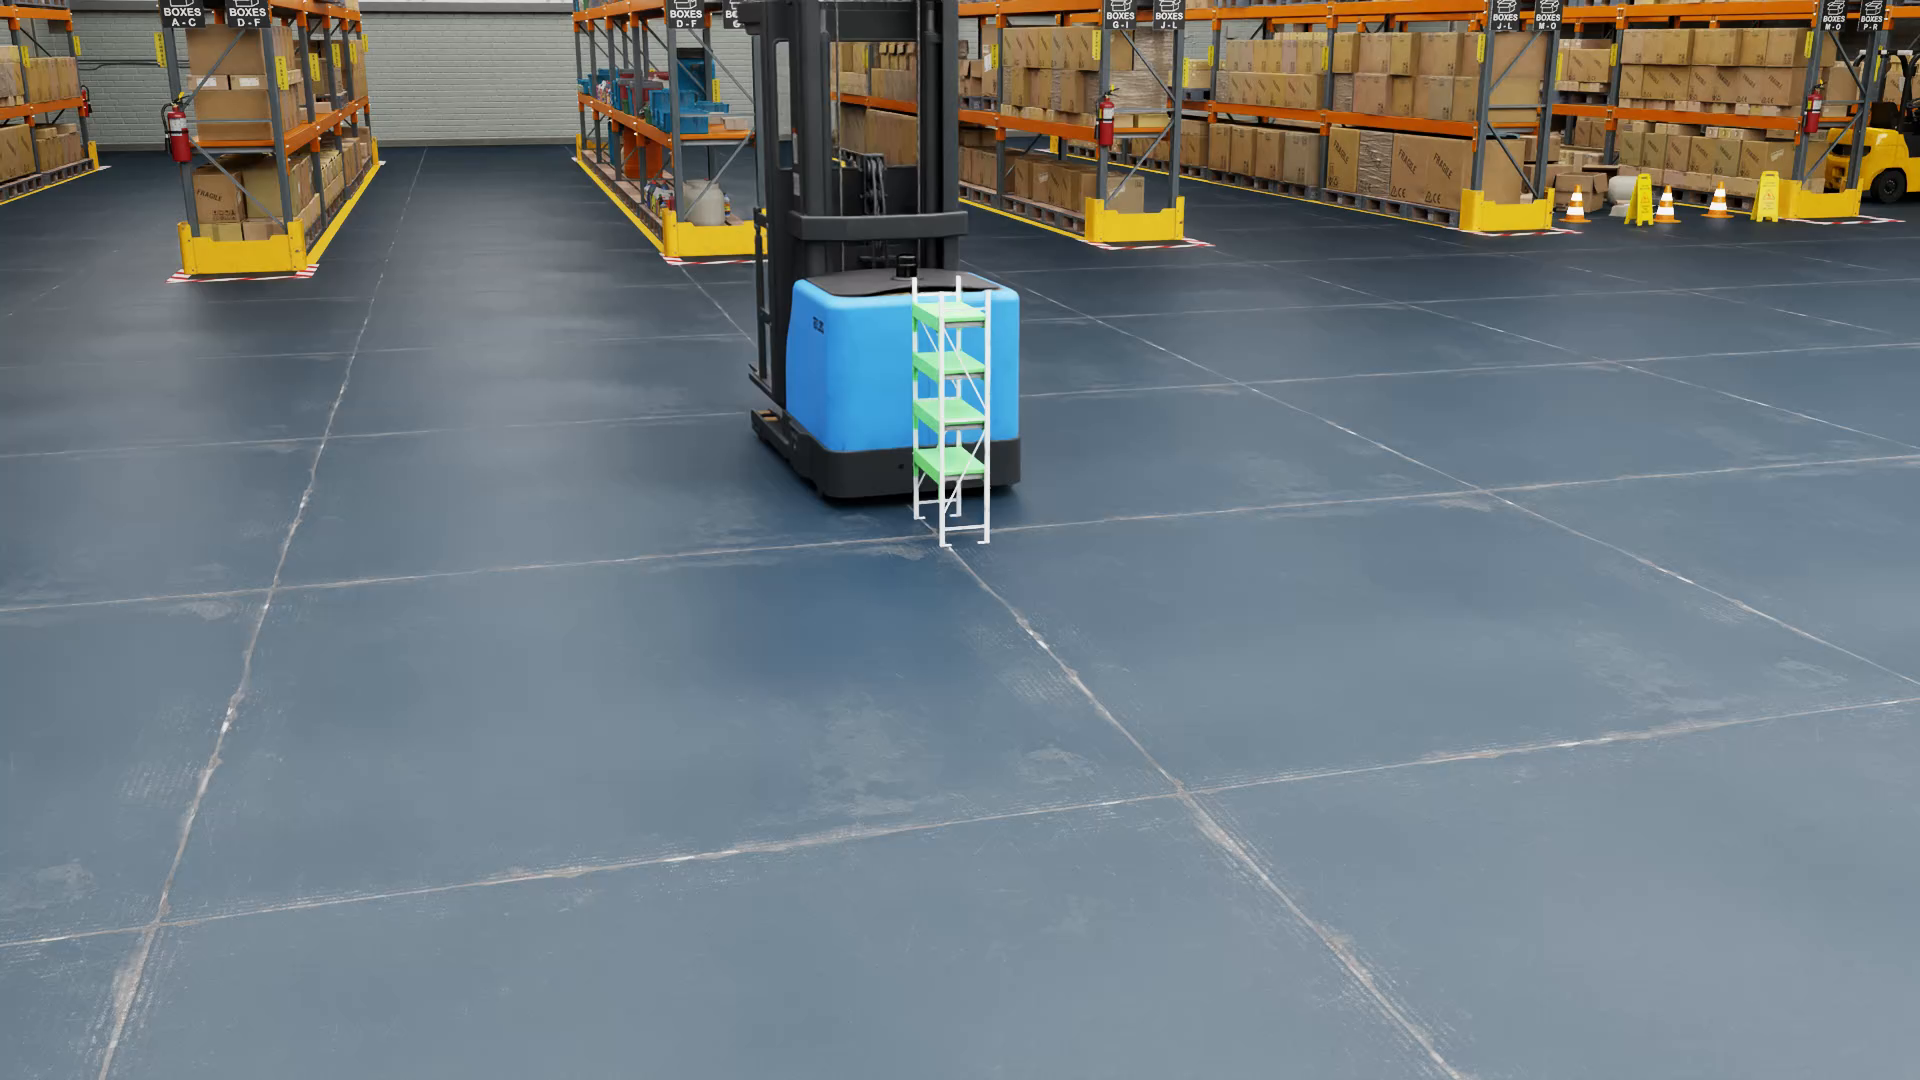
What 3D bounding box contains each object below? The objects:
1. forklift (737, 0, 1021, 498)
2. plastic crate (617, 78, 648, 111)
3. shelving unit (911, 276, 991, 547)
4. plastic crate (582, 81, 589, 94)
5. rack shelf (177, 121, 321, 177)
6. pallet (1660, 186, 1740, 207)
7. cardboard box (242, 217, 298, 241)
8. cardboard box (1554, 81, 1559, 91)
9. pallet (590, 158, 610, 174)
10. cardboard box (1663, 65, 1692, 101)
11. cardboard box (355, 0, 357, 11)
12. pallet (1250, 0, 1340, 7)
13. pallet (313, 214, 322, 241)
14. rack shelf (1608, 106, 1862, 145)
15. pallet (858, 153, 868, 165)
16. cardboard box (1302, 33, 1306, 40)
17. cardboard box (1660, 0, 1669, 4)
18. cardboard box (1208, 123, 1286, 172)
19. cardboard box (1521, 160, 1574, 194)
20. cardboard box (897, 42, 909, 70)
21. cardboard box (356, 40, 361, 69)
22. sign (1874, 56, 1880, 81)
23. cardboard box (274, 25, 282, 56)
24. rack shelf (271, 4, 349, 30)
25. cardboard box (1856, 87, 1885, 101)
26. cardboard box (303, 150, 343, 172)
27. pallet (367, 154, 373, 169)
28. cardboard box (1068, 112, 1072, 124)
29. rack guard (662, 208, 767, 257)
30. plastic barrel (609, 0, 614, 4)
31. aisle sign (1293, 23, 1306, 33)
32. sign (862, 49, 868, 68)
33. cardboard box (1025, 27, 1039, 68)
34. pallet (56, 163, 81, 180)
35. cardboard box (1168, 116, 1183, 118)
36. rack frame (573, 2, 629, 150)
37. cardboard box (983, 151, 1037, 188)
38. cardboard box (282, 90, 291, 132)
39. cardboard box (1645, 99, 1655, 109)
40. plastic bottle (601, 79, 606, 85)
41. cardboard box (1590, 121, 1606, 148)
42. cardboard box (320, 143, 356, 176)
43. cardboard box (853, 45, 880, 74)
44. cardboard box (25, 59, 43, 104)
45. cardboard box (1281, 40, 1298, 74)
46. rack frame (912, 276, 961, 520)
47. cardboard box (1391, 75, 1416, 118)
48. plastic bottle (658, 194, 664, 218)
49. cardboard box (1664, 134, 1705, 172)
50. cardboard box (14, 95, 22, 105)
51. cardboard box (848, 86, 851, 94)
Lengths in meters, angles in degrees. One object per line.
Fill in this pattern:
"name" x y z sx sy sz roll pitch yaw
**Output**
"forklift" -0.621 -1.998 9.508 1.130 2.935 3.031 -5 18 -17
"plastic crate" -4.702 -6.407 23.957 0.402 0.464 0.583 -5 17 -15
"shelving unit" -0.045 -0.620 7.932 0.258 1.200 0.503 -5 17 -15
"plastic crate" -6.854 -8.468 31.114 0.416 0.233 0.300 -5 17 -15
"rack shelf" -7.966 -4.453 18.813 1.077 0.370 4.000 -5 17 -15
"pallet" 11.096 -5.060 24.430 1.003 0.211 1.213 -5 17 -15
"cardboard box" -7.350 -3.295 17.755 0.500 0.250 0.500 -5 17 -15
"cardboard box" 9.865 -7.401 27.084 0.380 0.149 0.250 -5 17 -15
"pallet" -6.190 -6.819 30.286 1.003 0.211 1.213 -5 17 -15
"cardboard box" 10.677 -6.686 24.306 0.500 0.500 0.500 -5 17 -16
"cardboard box" -11.292 -9.774 30.325 0.500 0.250 0.500 -5 17 -15
"pallet" 5.246 -8.467 26.039 1.003 0.211 1.213 -4 17 -13
"pallet" -8.338 -3.792 20.209 1.003 0.211 1.213 -5 17 -15
"rack shelf" 11.088 -6.019 24.025 1.077 0.370 4.000 -5 17 -15
"pallet" -1.322 -7.227 31.644 1.003 0.211 1.213 -5 17 -15
"cardboard box" 7.414 -10.593 34.964 0.380 0.149 0.250 -5 17 -15
"cardboard box" 10.581 -7.990 24.561 0.380 0.149 0.250 -5 17 -15
"cardboard box" 4.788 -6.552 27.730 1.050 0.750 0.750 -5 17 -16
"cardboard box" 8.456 -5.223 24.230 0.797 0.637 0.503 -5 17 -15
"cardboard box" -0.642 -8.337 28.574 0.797 0.503 0.637 -4 17 -13
"cardboard box" -10.999 -8.671 29.692 0.500 0.500 0.500 -4 17 -14
"sign" 12.159 -6.268 22.098 0.100 0.325 0.005 -5 17 -15
"cardboard box" -7.974 -5.481 18.557 0.700 0.500 0.500 -5 17 -15
"rack shelf" -10.165 -8.102 25.748 1.077 0.370 4.000 -5 17 -15
"cardboard box" 14.920 -7.357 27.490 0.500 0.250 0.500 -4 17 -14
"cardboard box" -9.234 -5.485 24.072 0.500 0.311 0.500 -4 17 -14
"pallet" -11.573 -7.093 31.199 1.003 0.211 1.213 -5 17 -15
"cardboard box" 1.563 -5.246 20.638 0.380 0.149 0.250 -5 17 -15
"rack guard" -2.719 -3.455 18.585 1.175 0.500 0.348 -5 17 -15
"plastic barrel" -4.835 -8.280 24.218 0.600 0.901 0.600 0 17 0
"aisle sign" 7.519 -11.525 36.588 0.394 0.787 0.004 -5 17 -15
"sign" -1.722 -8.754 30.239 0.100 0.325 0.005 -5 17 -15
"cardboard box" 1.165 -6.381 21.552 0.500 0.500 0.500 -5 17 -15
"pallet" -15.949 -6.390 28.858 1.003 0.211 1.213 -5 17 -15
"cardboard box" 3.842 -7.559 30.215 0.500 0.250 0.500 -4 17 -13
"rack frame" -7.050 -9.061 32.902 1.000 3.000 0.127 -5 17 -15
"cardboard box" 0.749 -5.451 24.467 0.700 0.500 0.500 -5 17 -16
"cardboard box" -7.961 -4.850 18.712 0.700 0.500 0.500 -4 17 -14
"cardboard box" 10.538 -6.547 24.969 0.380 0.149 0.250 -5 17 -16
"plastic bottle" -6.155 -7.796 28.779 0.144 0.351 0.185 -5 17 -15
"cardboard box" 13.184 -8.229 33.747 0.500 0.500 0.500 -5 17 -16
"cardboard box" -9.896 -6.047 26.448 0.500 0.500 0.500 -5 18 -17
"cardboard box" -1.706 -9.021 31.208 0.500 0.500 0.500 -5 17 -15
"cardboard box" -15.610 -7.466 27.071 0.980 0.700 0.700 -4 17 -14
"cardboard box" 5.383 -7.443 25.604 0.700 0.500 0.500 -5 17 -15
"rack frame" -0.113 -0.688 8.157 0.240 1.200 0.015 -5 17 -15
"cardboard box" 6.370 -6.020 22.519 0.875 0.550 0.500 -5 17 -15
"plastic bottle" -3.629 -4.049 20.174 0.061 0.283 0.133 -4 17 -14
"cardboard box" 10.740 -5.685 24.409 0.500 0.500 0.500 -4 17 -12
"cardboard box" -15.019 -6.921 26.181 0.380 0.149 0.250 -4 17 -14
"cardboard box" -1.941 -8.639 31.936 0.380 0.149 0.250 -5 17 -16
